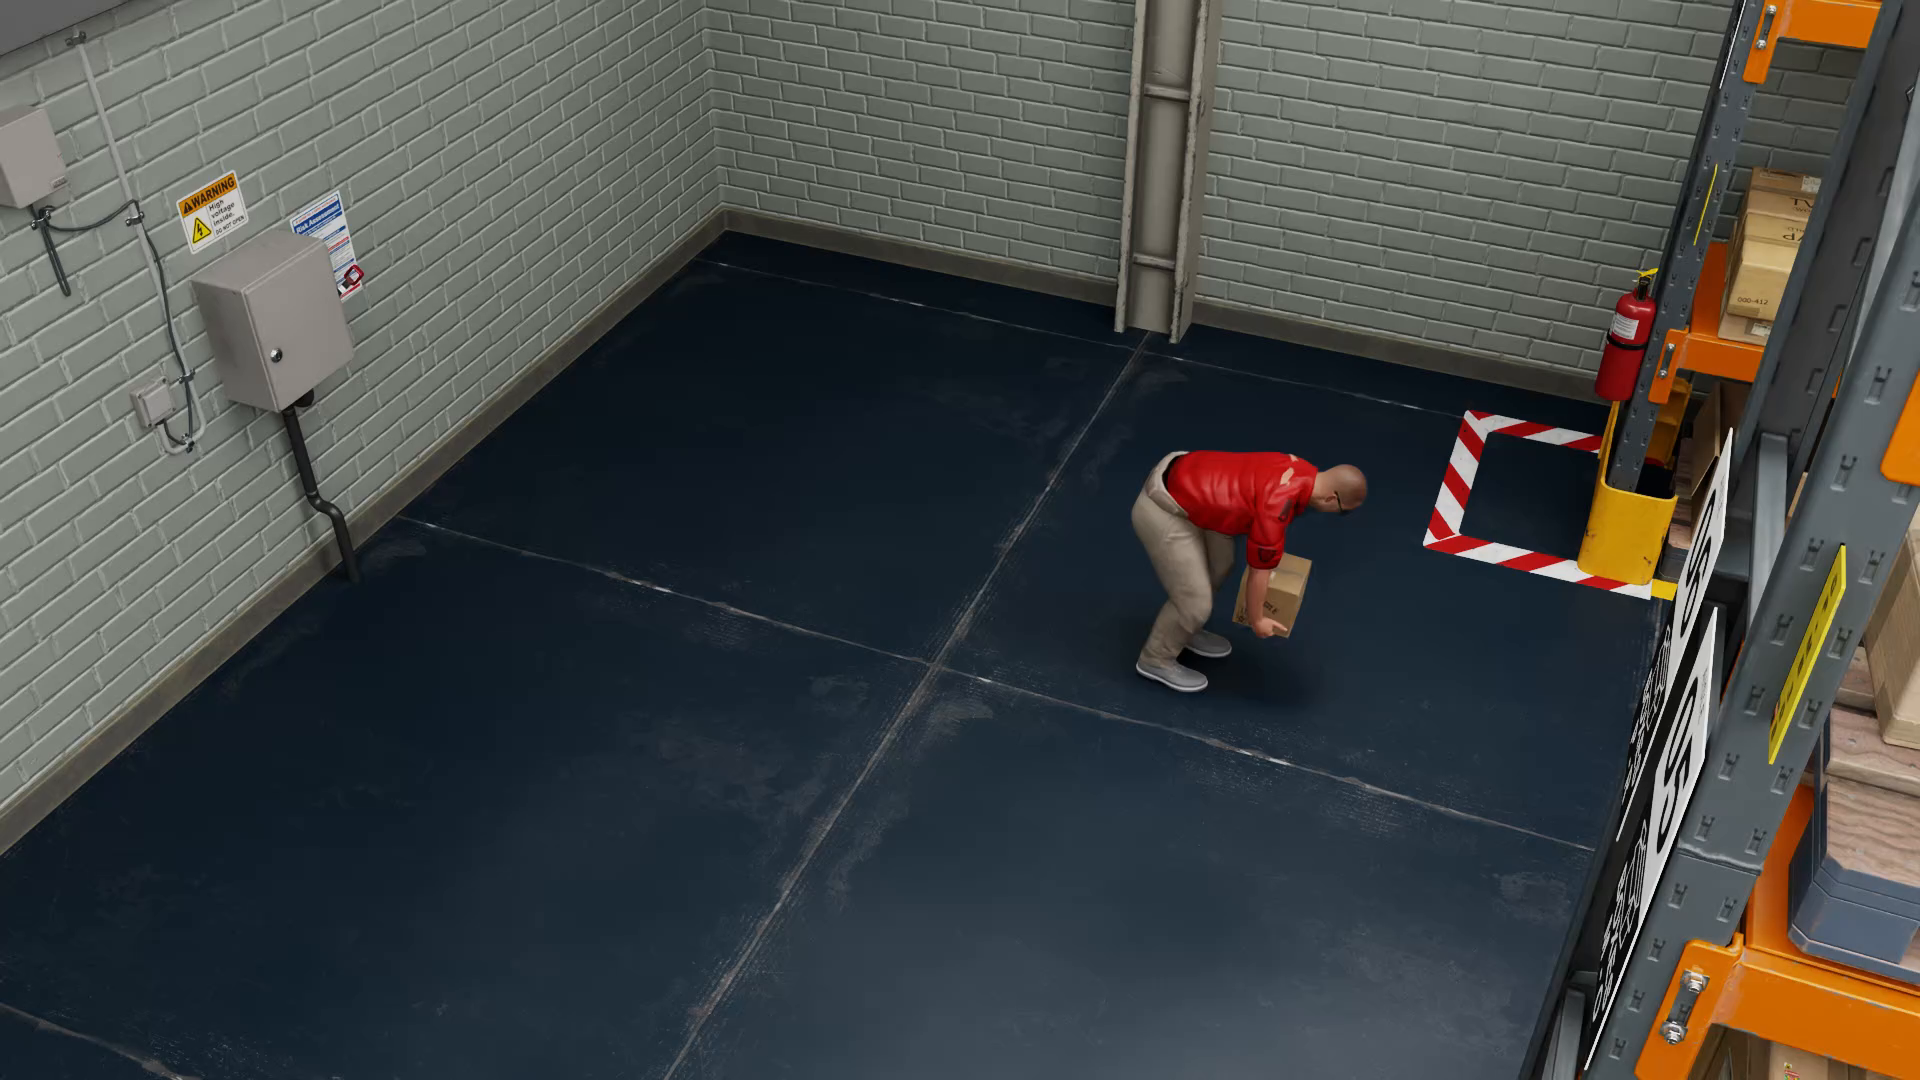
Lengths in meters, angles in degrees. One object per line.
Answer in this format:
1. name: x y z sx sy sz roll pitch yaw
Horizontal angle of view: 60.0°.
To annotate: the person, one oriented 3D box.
1. person: 1.197 0.117 7.123 0.940 1.198 0.485 13 39 16
